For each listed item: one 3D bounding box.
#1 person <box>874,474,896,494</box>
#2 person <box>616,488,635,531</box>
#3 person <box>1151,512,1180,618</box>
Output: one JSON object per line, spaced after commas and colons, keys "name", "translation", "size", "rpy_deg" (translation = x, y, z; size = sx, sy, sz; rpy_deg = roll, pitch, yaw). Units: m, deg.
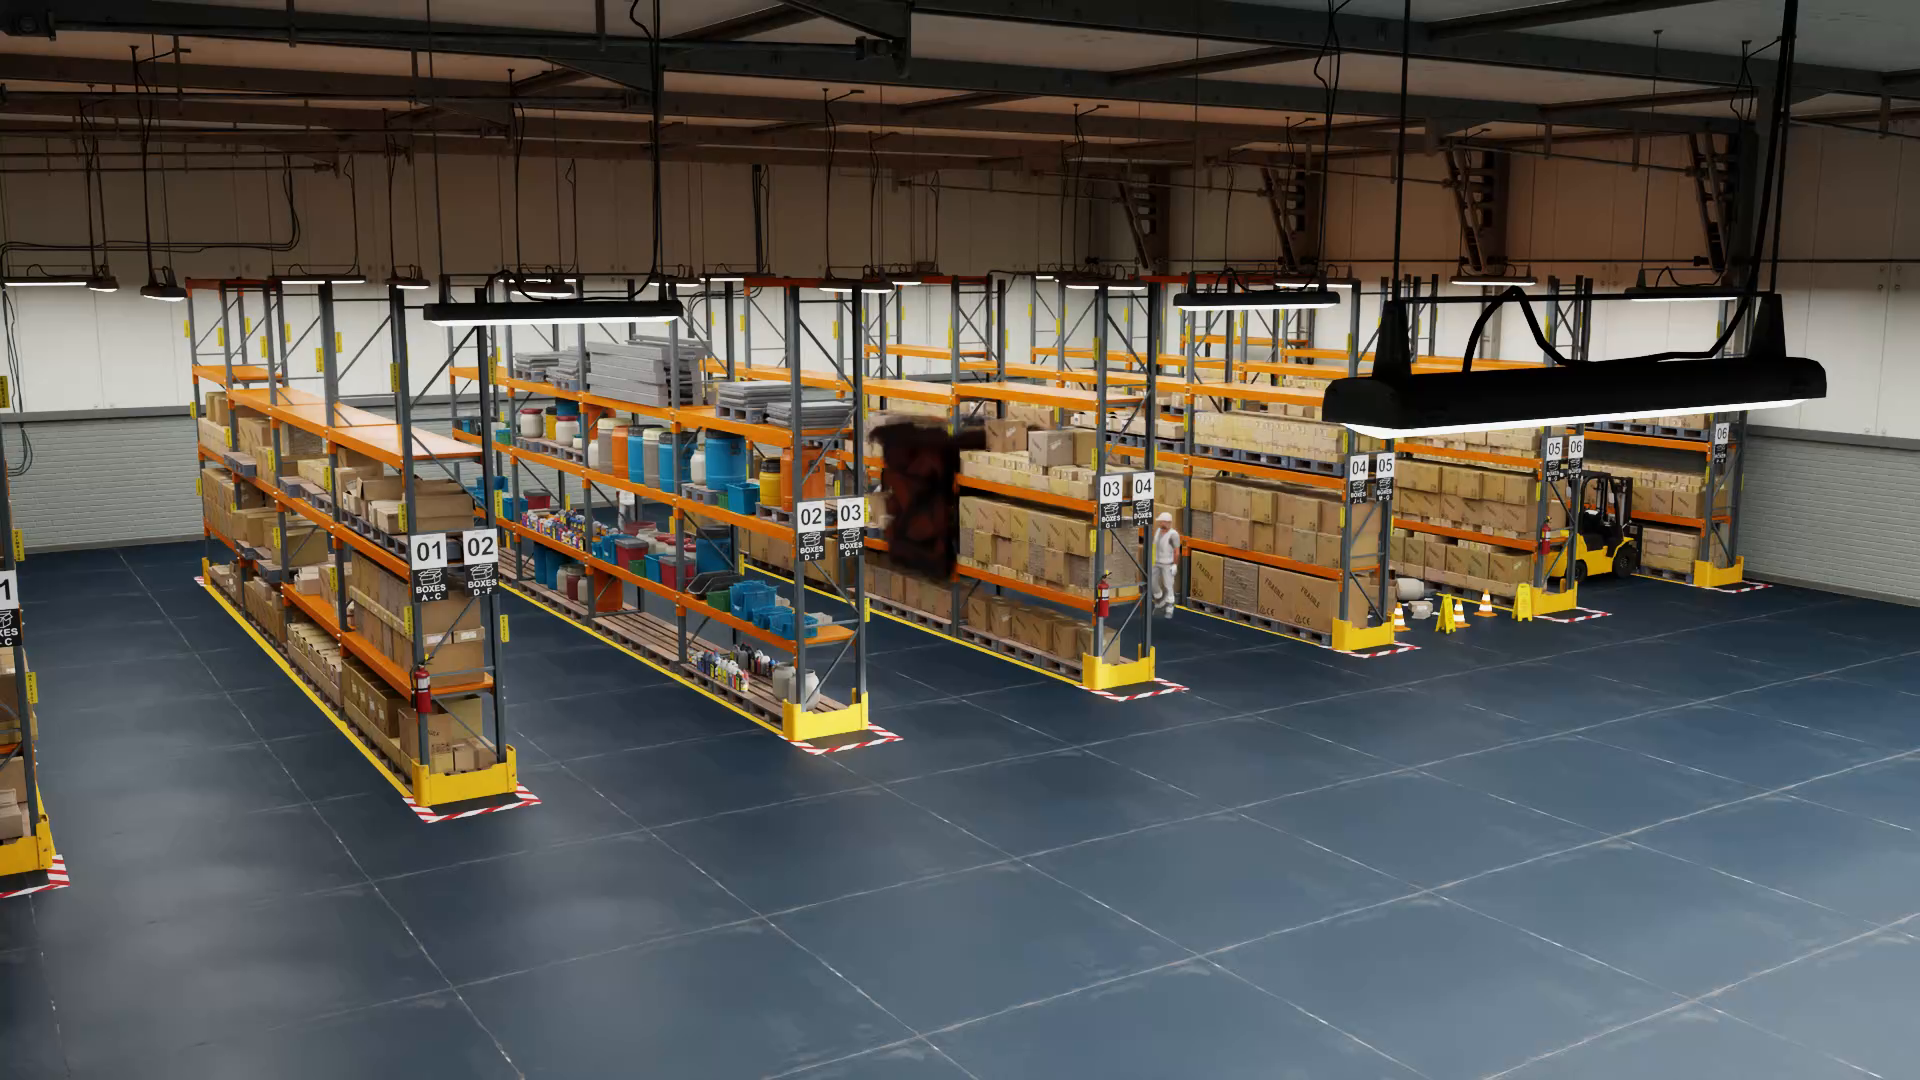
{"name": "person", "translation": [-1.568, -0.610, 36.310], "size": [0.635, 1.727, 1.033], "rpy_deg": [-6, 11, -33]}
{"name": "person", "translation": [-7.530, -0.845, 37.809], "size": [0.610, 1.740, 0.960], "rpy_deg": [3, 10, 18]}
{"name": "person", "translation": [3.461, 0.437, 28.320], "size": [0.623, 1.840, 0.477], "rpy_deg": [8, 12, 38]}
